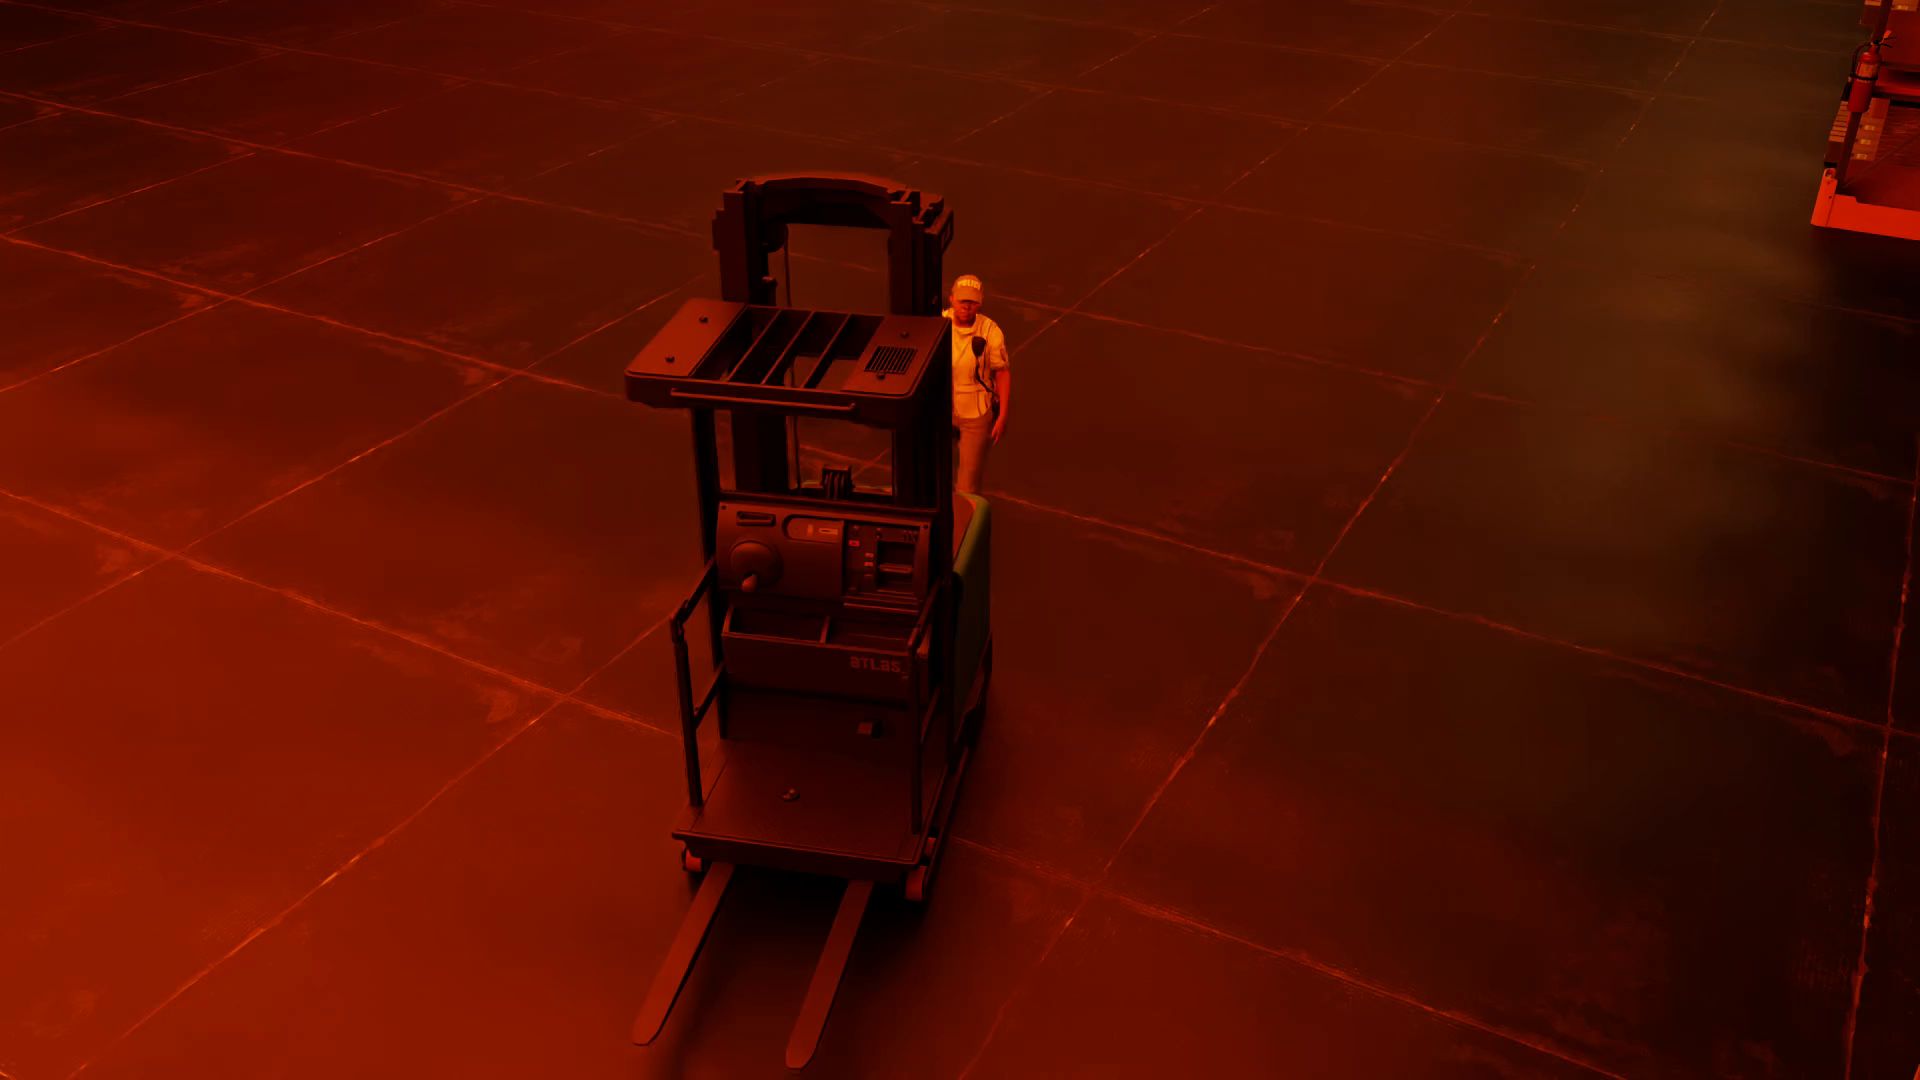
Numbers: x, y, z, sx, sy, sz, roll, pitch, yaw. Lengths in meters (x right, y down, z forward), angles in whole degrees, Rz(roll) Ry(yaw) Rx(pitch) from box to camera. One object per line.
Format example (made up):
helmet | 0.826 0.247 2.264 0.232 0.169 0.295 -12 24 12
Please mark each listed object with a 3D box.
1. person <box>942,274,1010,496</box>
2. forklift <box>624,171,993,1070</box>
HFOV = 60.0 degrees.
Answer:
person | -0.055 -0.711 9.559 0.662 1.671 0.442 6 30 10
forklift | -0.620 0.110 6.879 1.130 2.935 3.031 6 30 10
